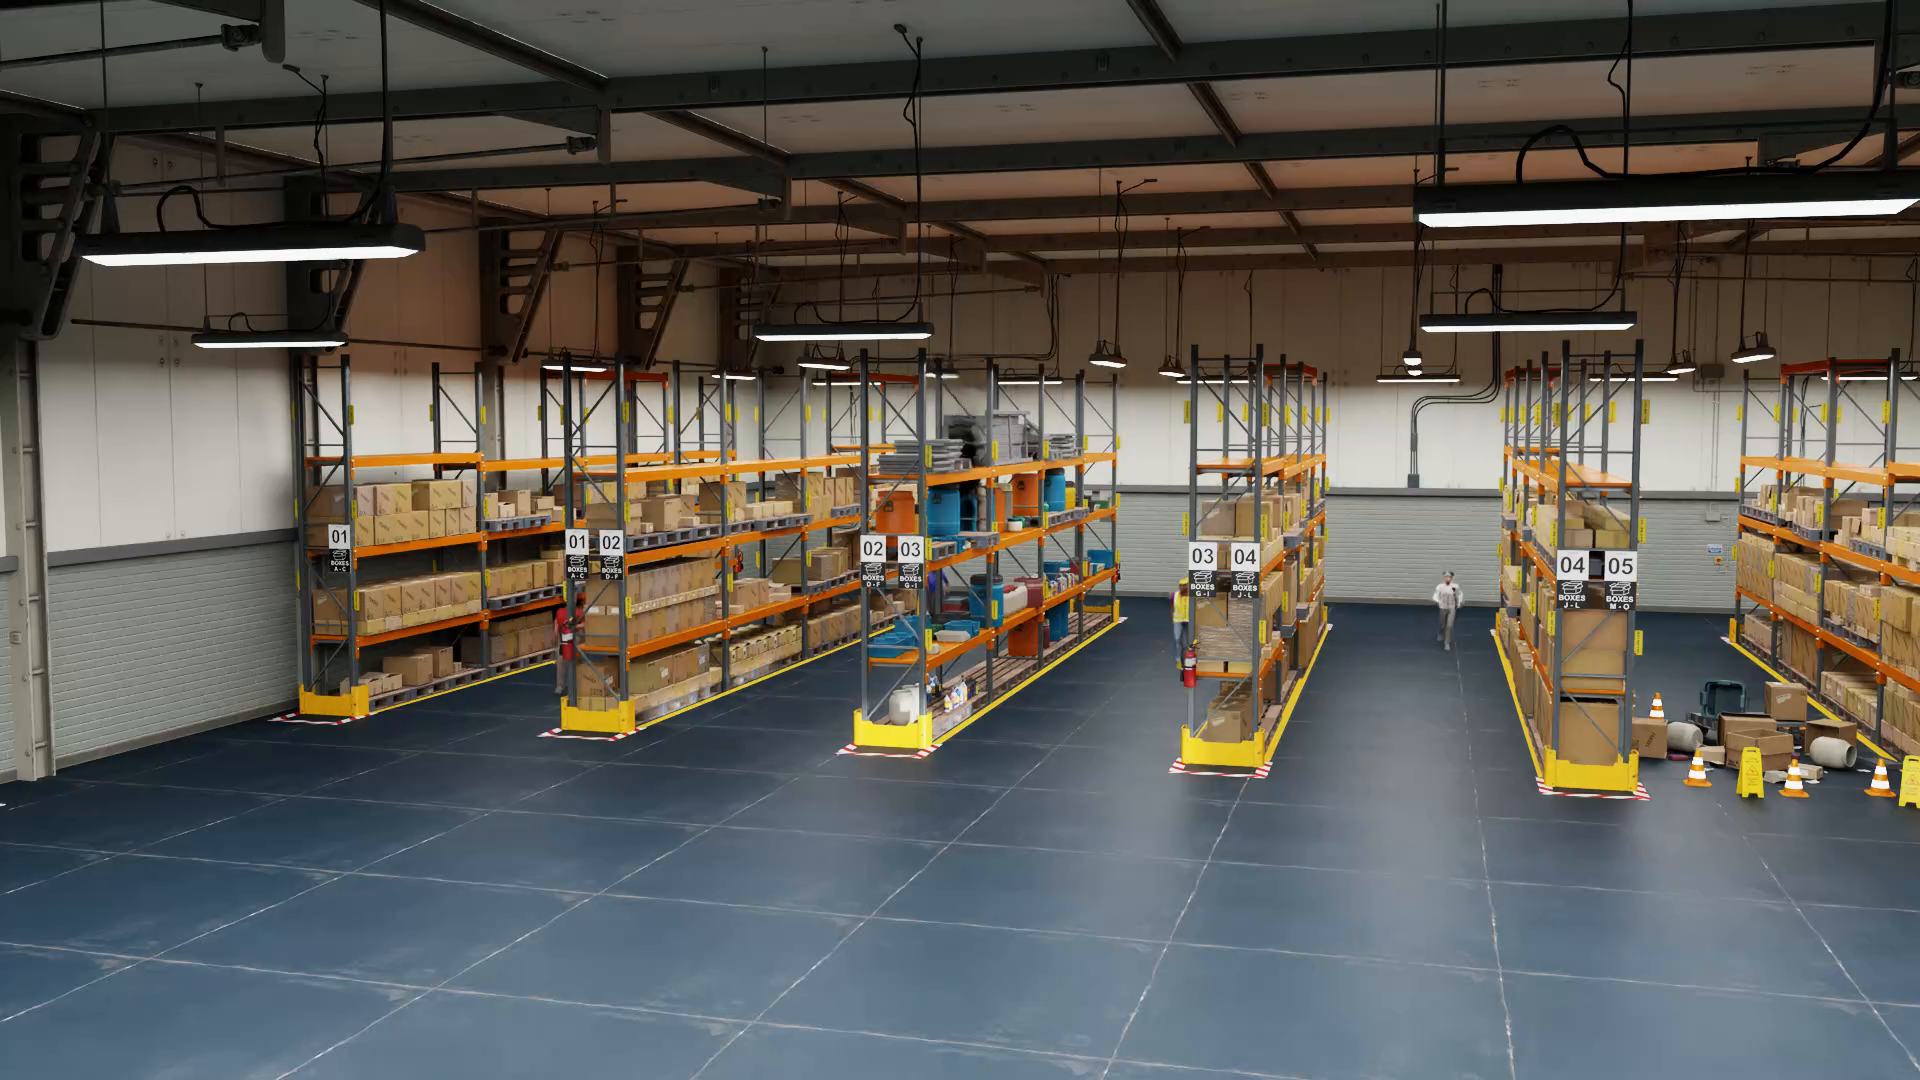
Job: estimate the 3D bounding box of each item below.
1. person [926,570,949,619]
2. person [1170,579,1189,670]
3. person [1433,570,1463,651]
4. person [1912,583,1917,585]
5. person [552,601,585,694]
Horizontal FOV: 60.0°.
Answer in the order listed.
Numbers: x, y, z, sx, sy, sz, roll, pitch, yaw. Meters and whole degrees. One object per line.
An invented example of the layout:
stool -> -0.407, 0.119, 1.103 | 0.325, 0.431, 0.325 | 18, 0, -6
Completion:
person -> -0.545, 1.337, 38.162 | 0.587, 1.656, 0.841 | 1, 4, 10
person -> 4.493, 1.653, 33.173 | 0.666, 1.775, 1.141 | 1, 4, 14
person -> 10.490, 1.493, 35.741 | 0.625, 1.701, 0.858 | 1, 4, 16
person -> 18.801, 1.662, 33.019 | 0.692, 1.724, 0.582 | 0, 4, 2
person -> -7.092, 1.861, 30.171 | 0.656, 1.744, 0.954 | 0, 4, 5
